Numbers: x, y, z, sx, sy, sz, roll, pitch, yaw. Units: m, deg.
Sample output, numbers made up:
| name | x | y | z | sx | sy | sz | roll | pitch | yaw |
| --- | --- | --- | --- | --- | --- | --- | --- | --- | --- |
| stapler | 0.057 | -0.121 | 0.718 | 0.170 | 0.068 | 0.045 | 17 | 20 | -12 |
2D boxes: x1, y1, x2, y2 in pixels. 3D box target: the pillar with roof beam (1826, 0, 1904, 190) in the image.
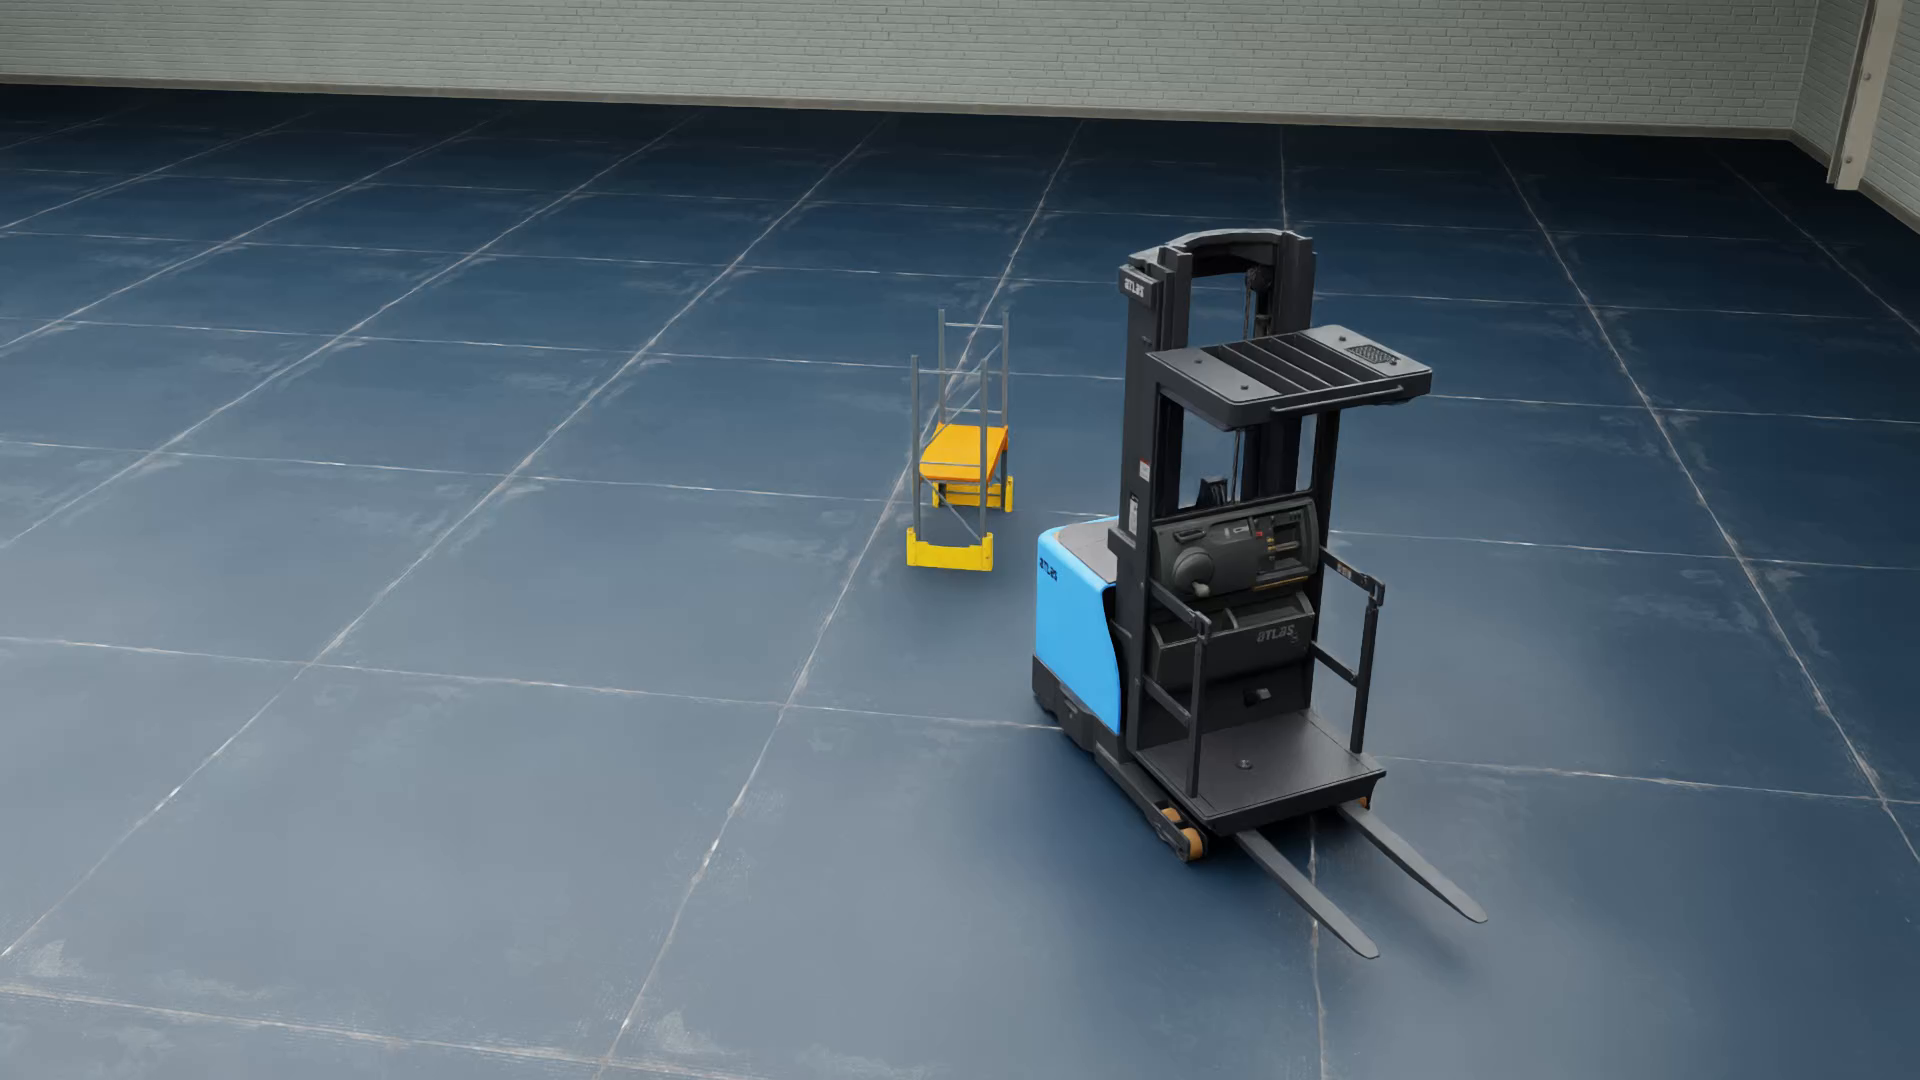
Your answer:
| name | x | y | z | sx | sy | sz | roll | pitch | yaw |
| --- | --- | --- | --- | --- | --- | --- | --- | --- | --- |
| pillar with roof beam | 7.237 | -8.976 | 20.355 | 9.100 | 9.000 | 0.400 | 4 | 25 | 9 |

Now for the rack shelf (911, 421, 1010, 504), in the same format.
| name | x | y | z | sx | sy | sz | roll | pitch | yaw |
| --- | --- | --- | --- | --- | --- | --- | --- | --- | --- |
| rack shelf | 0.014 | -0.552 | 11.629 | 0.538 | 0.185 | 1.000 | 4 | 25 | 9 |

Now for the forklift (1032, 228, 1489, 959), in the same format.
| name | x | y | z | sx | sy | sz | roll | pitch | yaw |
| --- | --- | --- | --- | --- | --- | --- | --- | --- | --- |
| forklift | 1.487 | 0.077 | 8.173 | 1.130 | 2.935 | 3.031 | -11 | 27 | -22 |

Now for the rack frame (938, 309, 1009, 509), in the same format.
| name | x | y | z | sx | sy | sz | roll | pitch | yaw |
| --- | --- | --- | --- | --- | --- | --- | --- | --- | --- |
| rack frame | 0.097 | -0.928 | 12.007 | 0.500 | 1.500 | 0.032 | 4 | 25 | 9 |

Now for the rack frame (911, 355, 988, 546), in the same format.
| name | x | y | z | sx | sy | sz | roll | pitch | yaw |
| --- | --- | --- | --- | --- | --- | --- | --- | --- | --- |
| rack frame | -0.069 | -0.502 | 11.098 | 0.500 | 1.500 | 0.032 | 4 | 25 | 9 |

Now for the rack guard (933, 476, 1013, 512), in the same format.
| name | x | y | z | sx | sy | sz | roll | pitch | yaw |
| --- | --- | --- | --- | --- | --- | --- | --- | --- | --- |
| rack guard | 0.094 | -0.353 | 12.254 | 0.587 | 0.250 | 0.087 | 4 | 25 | 9 |

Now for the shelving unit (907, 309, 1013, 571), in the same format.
| name | x | y | z | sx | sy | sz | roll | pitch | yaw |
| --- | --- | --- | --- | --- | --- | --- | --- | --- | --- |
| shelving unit | 0.012 | -0.711 | 11.544 | 0.587 | 1.500 | 1.083 | 4 | 25 | 9 |

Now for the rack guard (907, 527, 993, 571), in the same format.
| name | x | y | z | sx | sy | sz | roll | pitch | yaw |
| --- | --- | --- | --- | --- | --- | --- | --- | --- | --- |
| rack guard | -0.069 | 0.063 | 11.364 | 0.587 | 0.250 | 0.087 | 4 | 25 | 9 |
